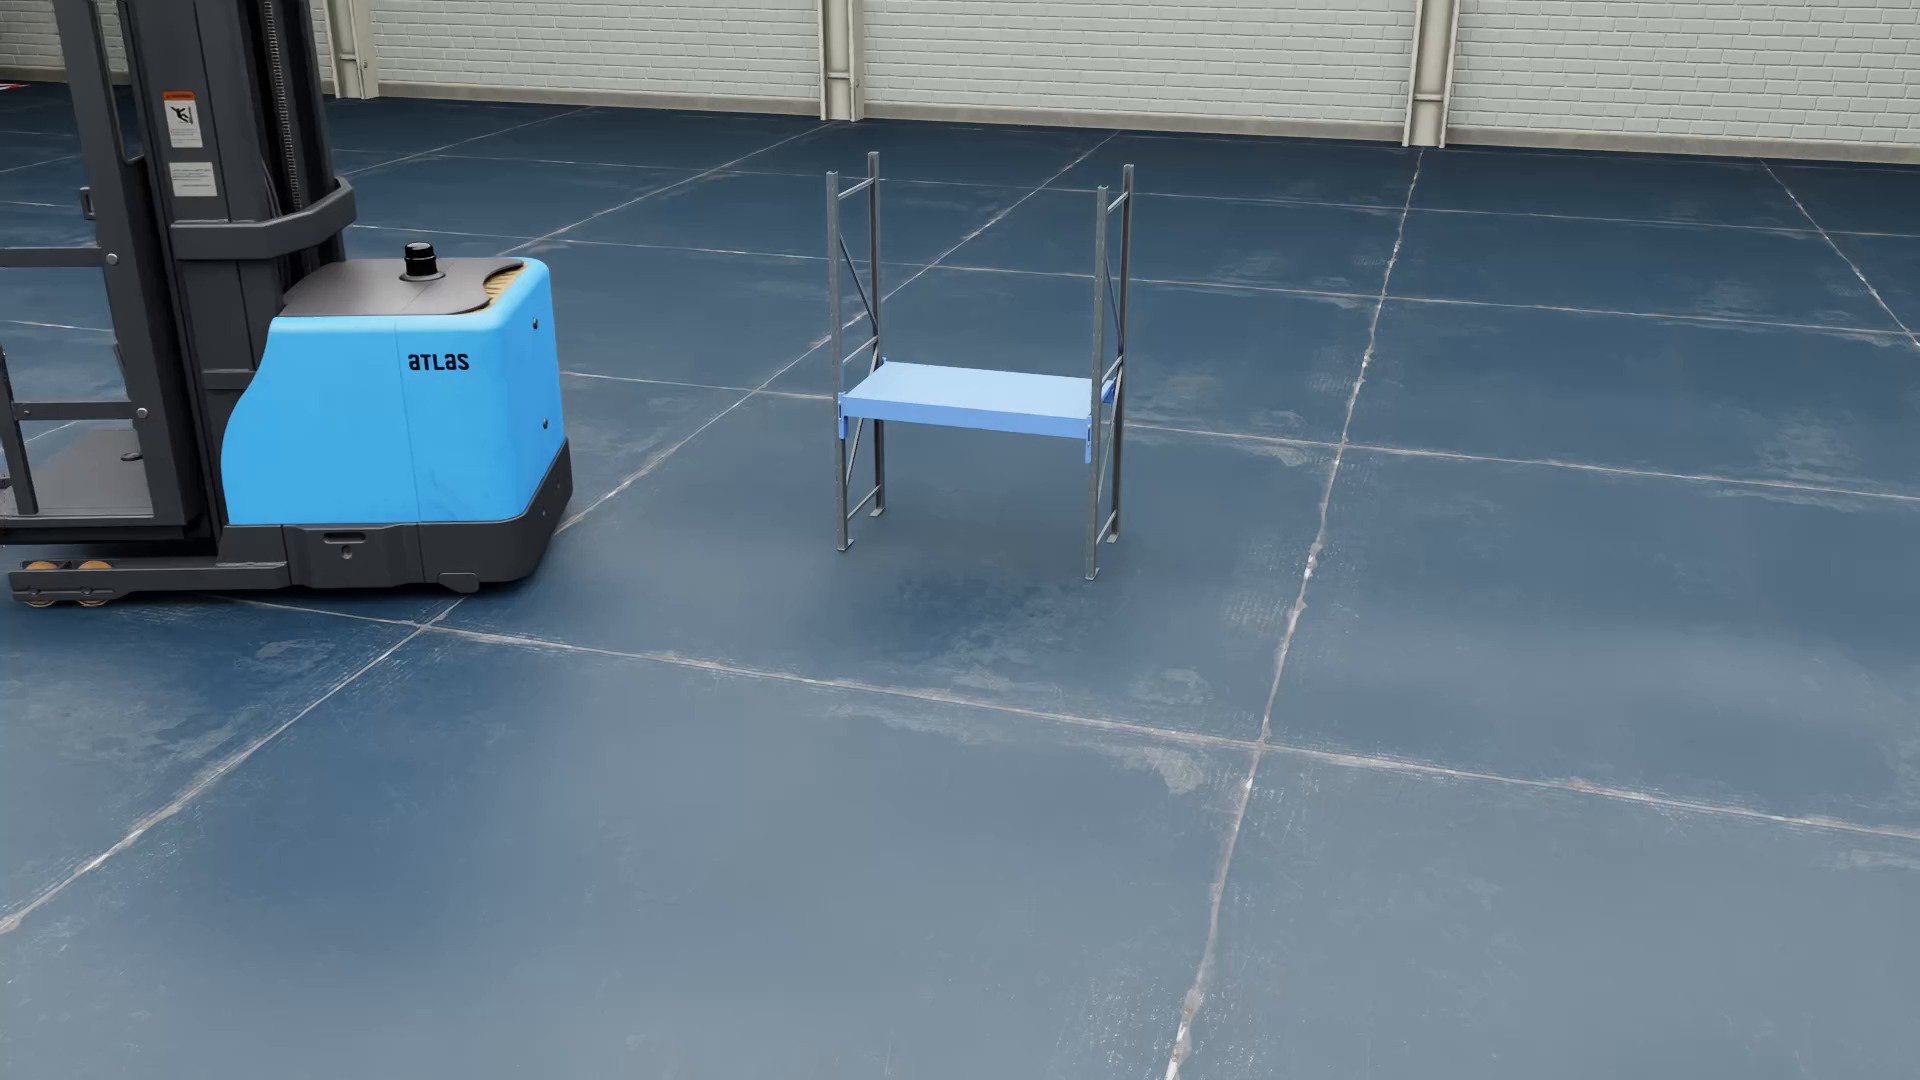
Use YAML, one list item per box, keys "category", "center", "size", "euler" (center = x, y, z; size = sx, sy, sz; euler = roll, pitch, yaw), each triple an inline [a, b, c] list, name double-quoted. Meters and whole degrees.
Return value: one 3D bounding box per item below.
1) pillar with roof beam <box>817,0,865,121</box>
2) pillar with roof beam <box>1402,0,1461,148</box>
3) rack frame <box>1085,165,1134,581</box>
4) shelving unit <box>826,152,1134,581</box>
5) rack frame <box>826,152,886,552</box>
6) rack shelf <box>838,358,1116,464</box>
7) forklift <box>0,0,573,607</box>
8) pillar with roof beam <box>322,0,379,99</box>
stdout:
- category: "pillar with roof beam"
  center: [-2.491, -7.091, 12.199]
  size: [0.400, 9.000, 9.100]
  euler: [7, 23, 16]
- category: "pillar with roof beam"
  center: [3.253, -6.433, 10.595]
  size: [0.400, 9.000, 9.100]
  euler: [7, 23, 16]
- category: "rack frame"
  center: [0.568, -0.629, 6.327]
  size: [0.032, 1.500, 0.500]
  euler: [7, 23, 16]
- category: "shelving unit"
  center: [0.082, -0.685, 6.463]
  size: [1.048, 1.500, 0.538]
  euler: [7, 23, 16]
- category: "rack frame"
  center: [-0.405, -0.740, 6.598]
  size: [0.032, 1.500, 0.500]
  euler: [7, 23, 16]
- category: "rack shelf"
  center: [0.082, -0.518, 6.531]
  size: [1.000, 0.185, 0.538]
  euler: [7, 23, 16]
- category: "forklift"
  center: [-3.145, -1.311, 6.105]
  size: [3.031, 2.935, 1.130]
  euler: [-1, 22, -2]
- category: "pillar with roof beam"
  center: [-8.235, -7.748, 13.802]
  size: [0.400, 9.000, 9.100]
  euler: [7, 23, 16]
